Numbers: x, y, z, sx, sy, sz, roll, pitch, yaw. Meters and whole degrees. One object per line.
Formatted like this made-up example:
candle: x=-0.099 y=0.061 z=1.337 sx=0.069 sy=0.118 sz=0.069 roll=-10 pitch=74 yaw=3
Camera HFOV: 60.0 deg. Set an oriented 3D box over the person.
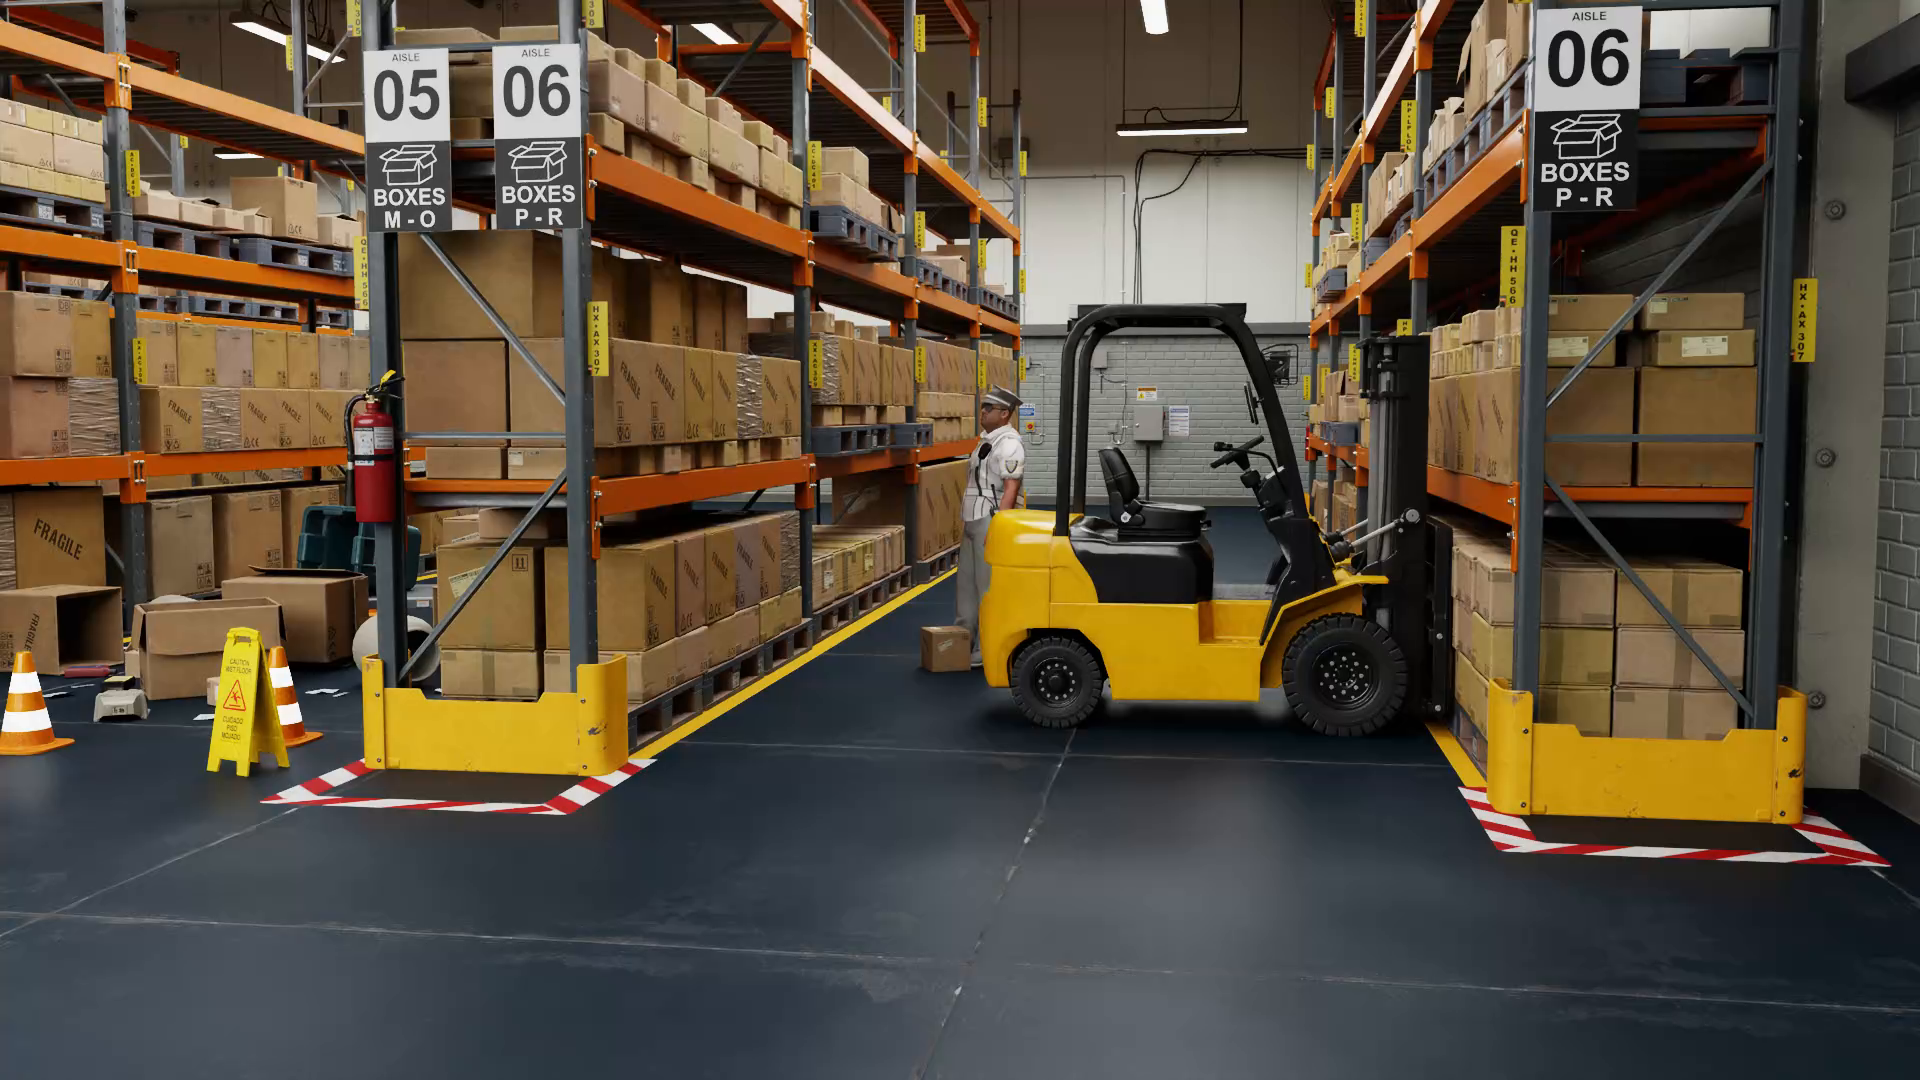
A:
person: x=0.107 y=-0.095 z=10.498 sx=0.573 sy=1.782 sz=0.642 roll=-1 pitch=5 yaw=-16
